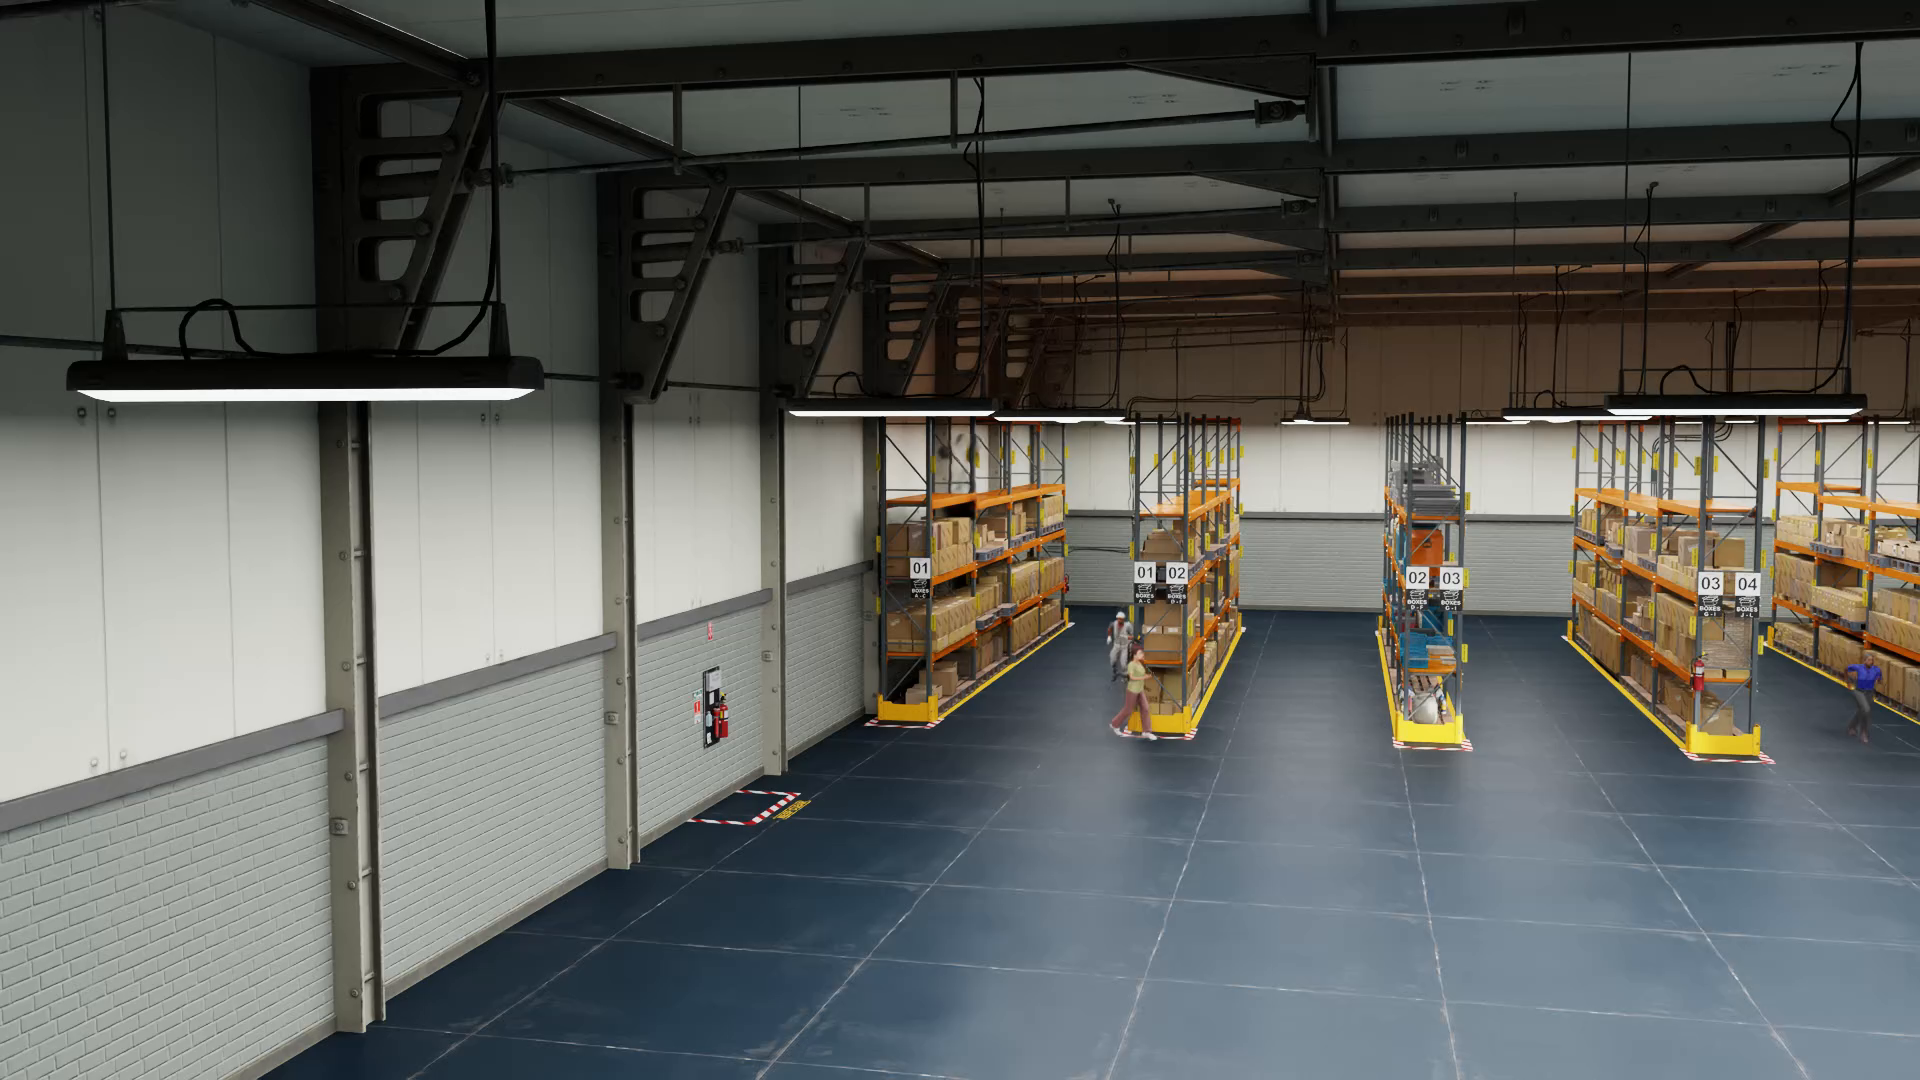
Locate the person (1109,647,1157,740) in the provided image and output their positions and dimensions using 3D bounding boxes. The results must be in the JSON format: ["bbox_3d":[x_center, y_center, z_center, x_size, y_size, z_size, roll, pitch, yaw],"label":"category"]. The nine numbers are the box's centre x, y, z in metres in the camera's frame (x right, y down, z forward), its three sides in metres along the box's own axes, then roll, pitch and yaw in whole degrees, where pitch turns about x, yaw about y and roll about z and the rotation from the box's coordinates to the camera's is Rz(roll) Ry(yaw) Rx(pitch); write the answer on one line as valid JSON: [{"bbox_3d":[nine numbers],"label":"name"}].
[{"bbox_3d":[3.183,2.797,30.502,0.948,1.675,0.562,3,5,34],"label":"person"}]

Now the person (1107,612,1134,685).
[{"bbox_3d":[3.567,2.417,37.020,0.766,1.692,0.693,2,4,23],"label":"person"}]

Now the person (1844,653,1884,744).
[{"bbox_3d":[16.491,2.866,30.386,0.571,1.650,0.900,0,4,0],"label":"person"}]
